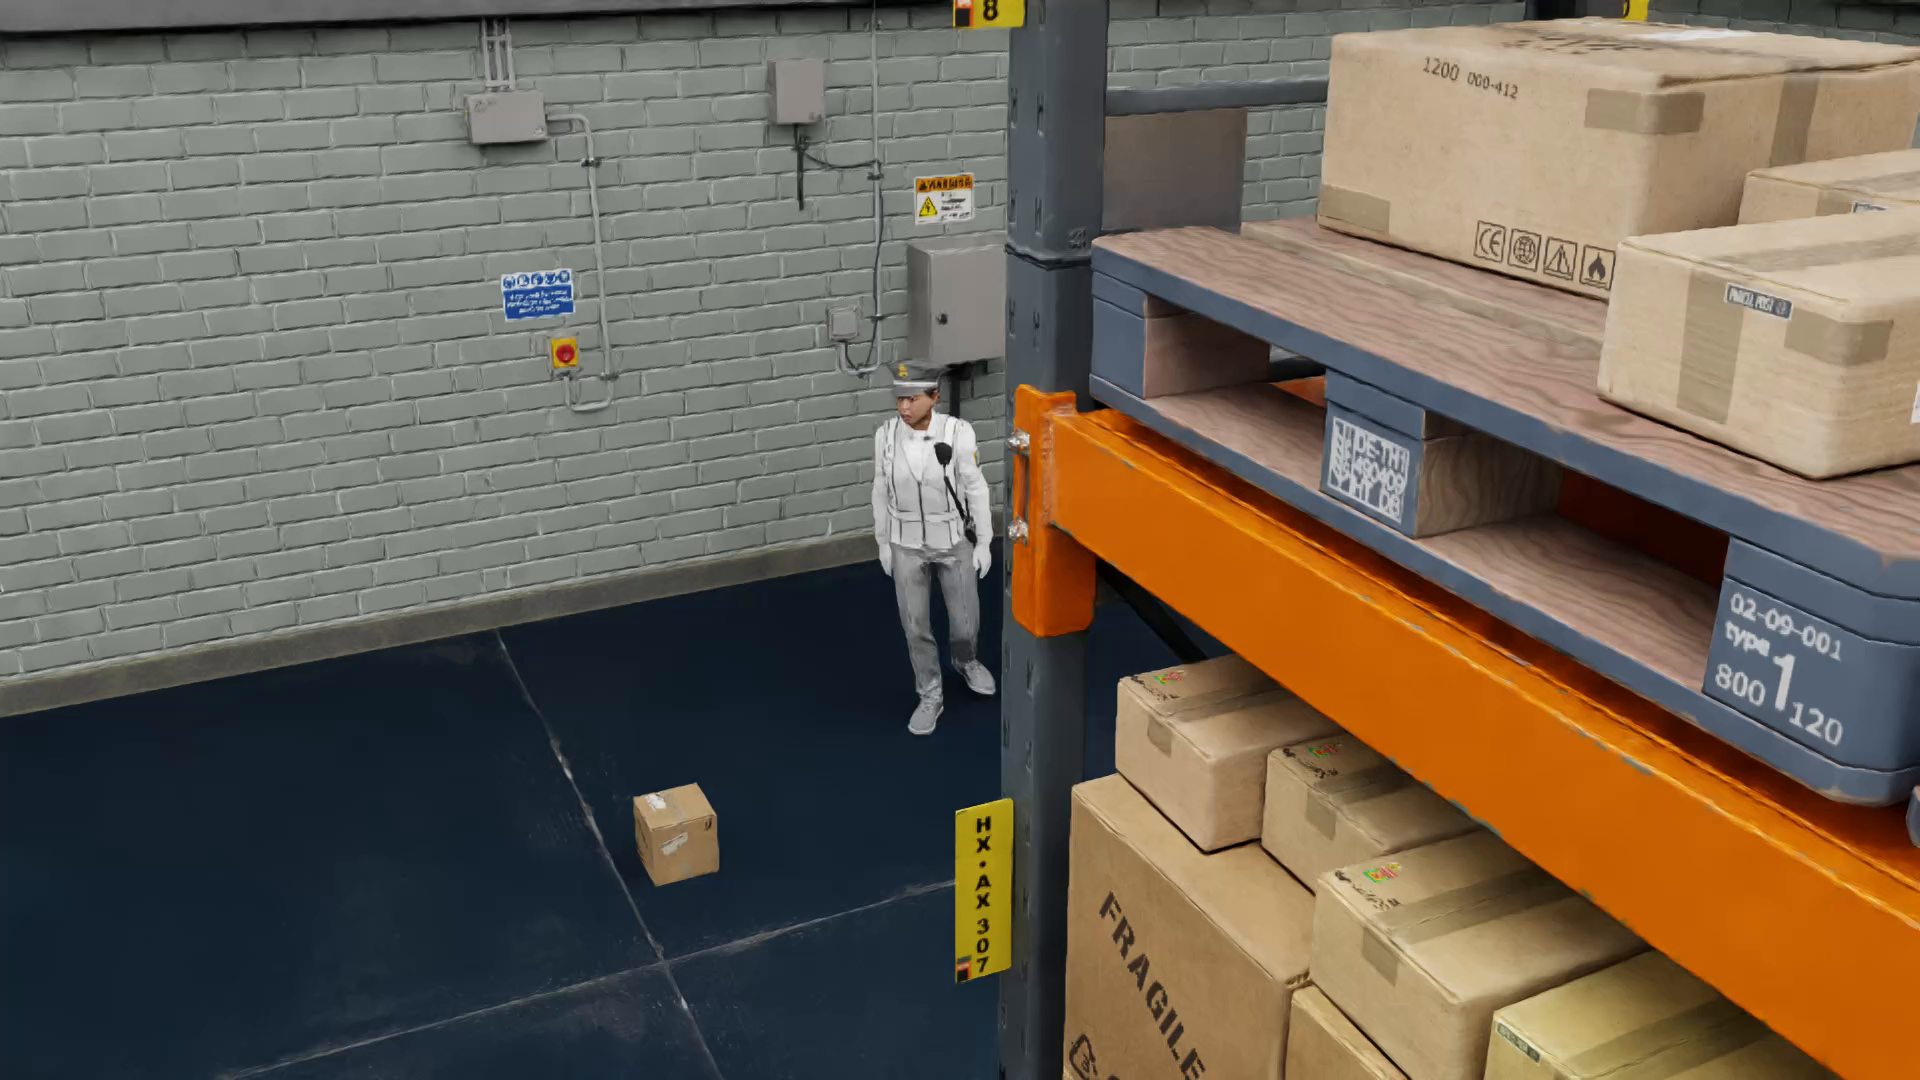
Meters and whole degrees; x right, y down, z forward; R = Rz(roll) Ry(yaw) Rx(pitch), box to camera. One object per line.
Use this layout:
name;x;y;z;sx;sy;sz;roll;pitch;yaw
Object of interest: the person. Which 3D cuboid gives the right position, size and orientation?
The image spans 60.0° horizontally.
person;-0.110;0.004;7.091;0.520;1.647;0.529;4;23;9
